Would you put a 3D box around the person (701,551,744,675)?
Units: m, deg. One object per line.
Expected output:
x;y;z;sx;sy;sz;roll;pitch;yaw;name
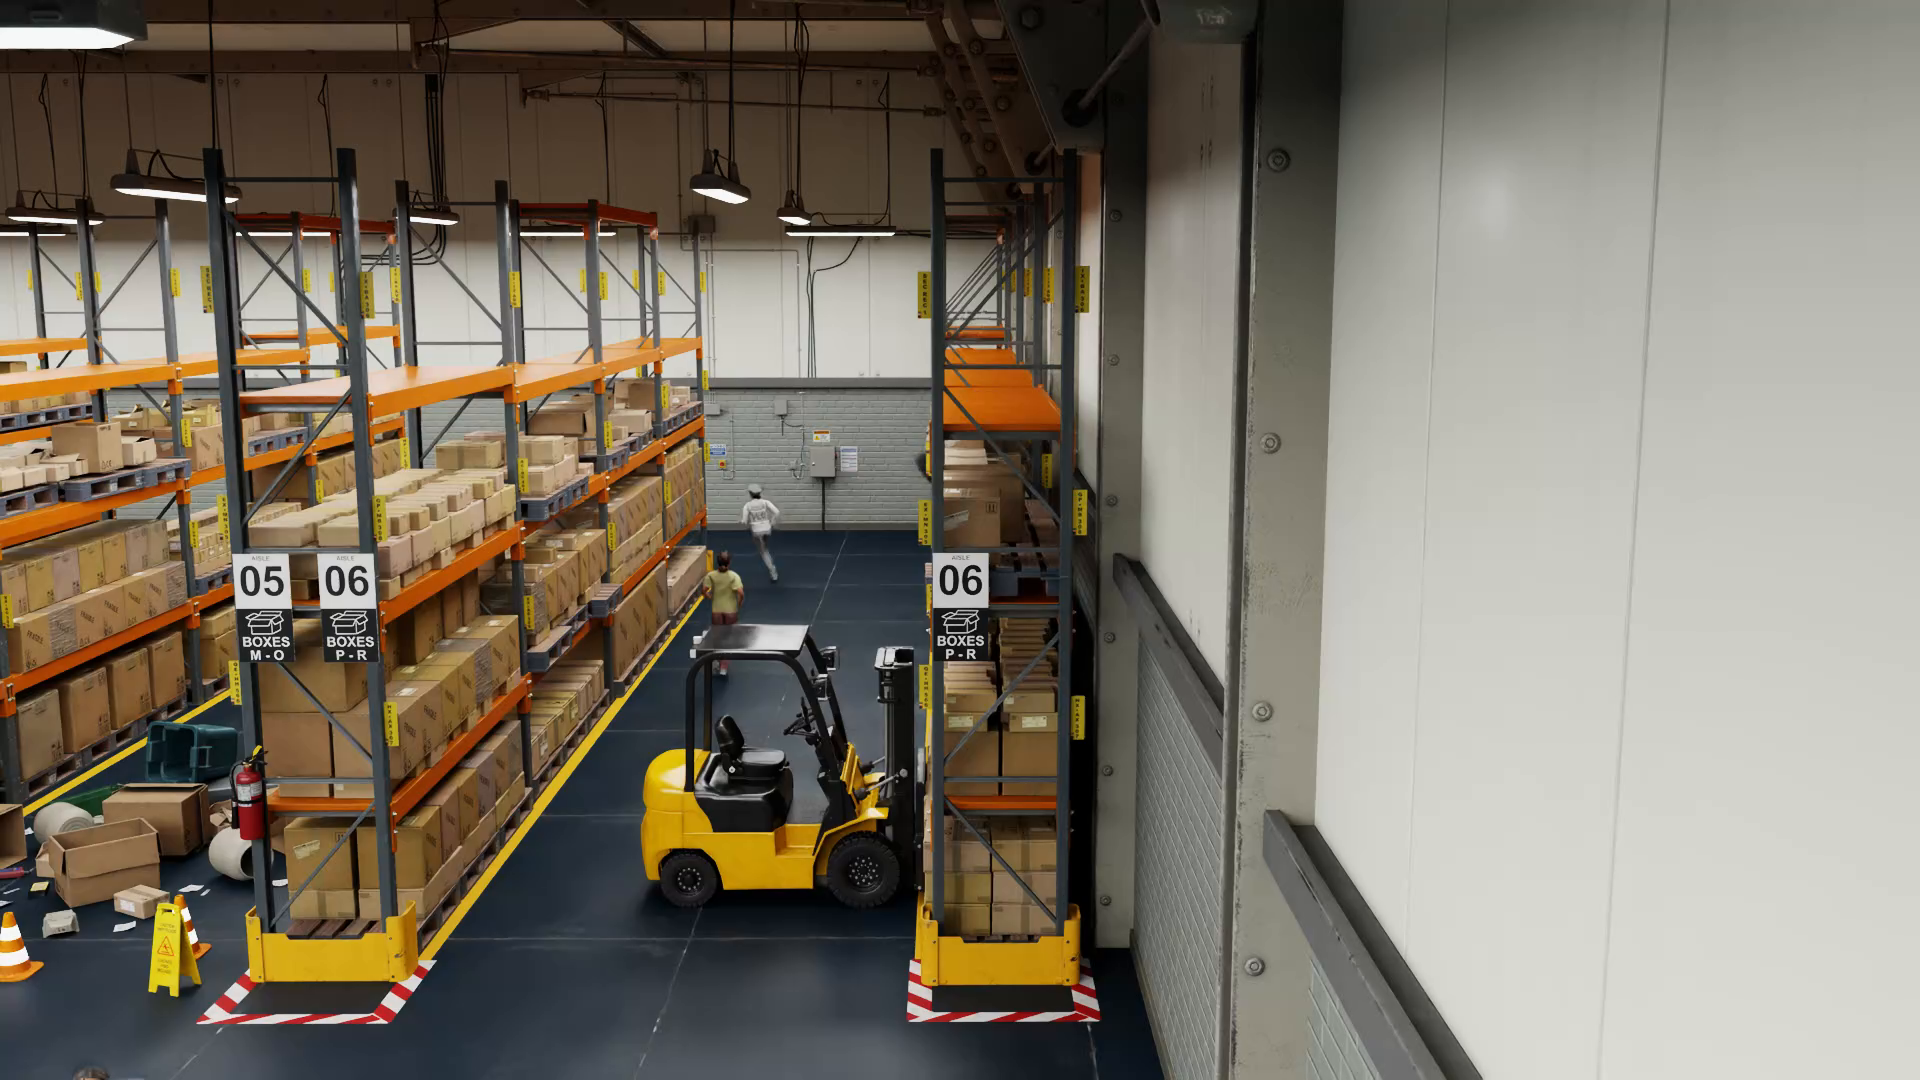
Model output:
-3.048;0.943;21.464;0.565;1.624;0.548;1;9;3;person

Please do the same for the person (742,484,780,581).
-3.361;-0.107;27.960;0.605;1.689;0.578;-6;11;-34;person

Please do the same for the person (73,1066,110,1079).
-3.937;3.169;7.644;0.627;1.686;0.931;-5;10;-27;person
